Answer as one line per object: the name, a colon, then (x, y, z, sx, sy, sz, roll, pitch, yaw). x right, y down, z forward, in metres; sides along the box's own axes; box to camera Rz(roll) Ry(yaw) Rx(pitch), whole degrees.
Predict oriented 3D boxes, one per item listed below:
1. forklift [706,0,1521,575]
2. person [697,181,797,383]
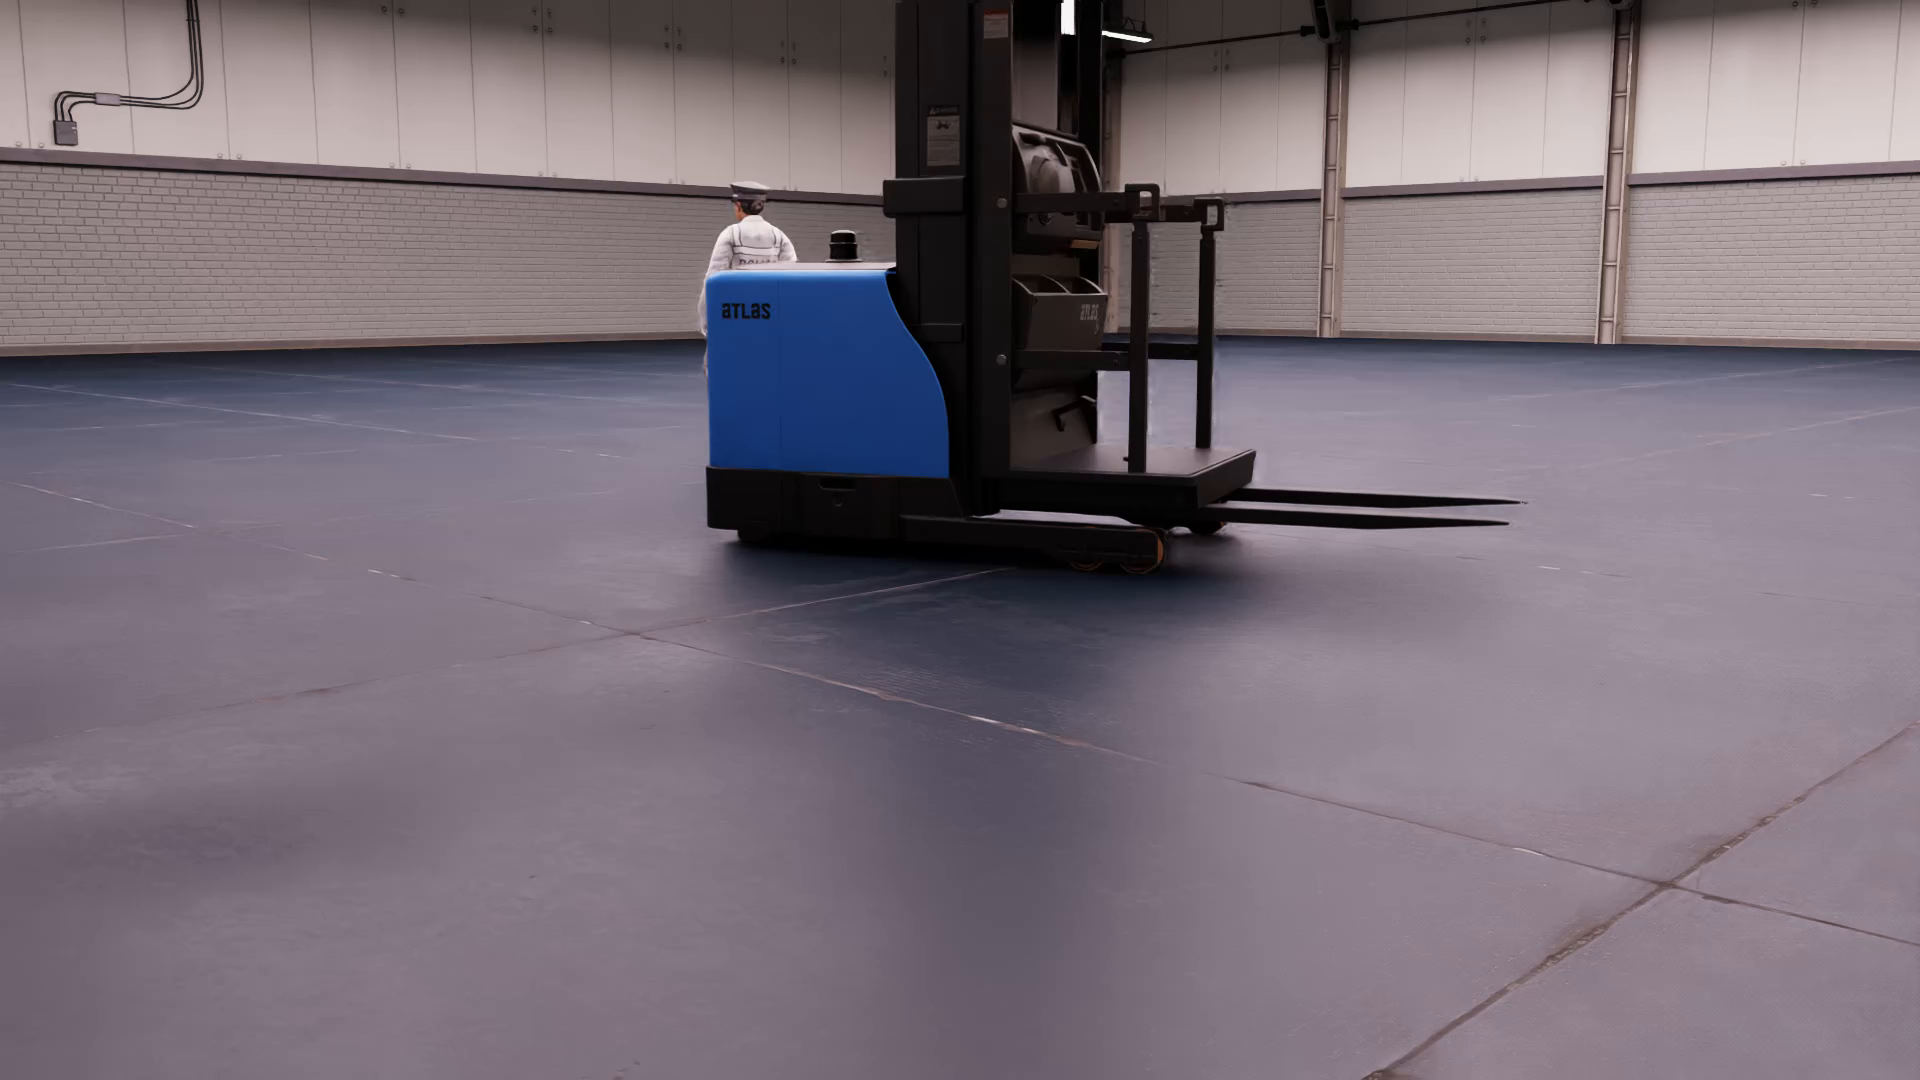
forklift: (0.565, -1.416, 6.275, 3.031, 2.935, 1.130, 3, 9, 22)
person: (-1.304, -1.346, 10.125, 0.624, 1.652, 0.432, -5, 10, -32)
